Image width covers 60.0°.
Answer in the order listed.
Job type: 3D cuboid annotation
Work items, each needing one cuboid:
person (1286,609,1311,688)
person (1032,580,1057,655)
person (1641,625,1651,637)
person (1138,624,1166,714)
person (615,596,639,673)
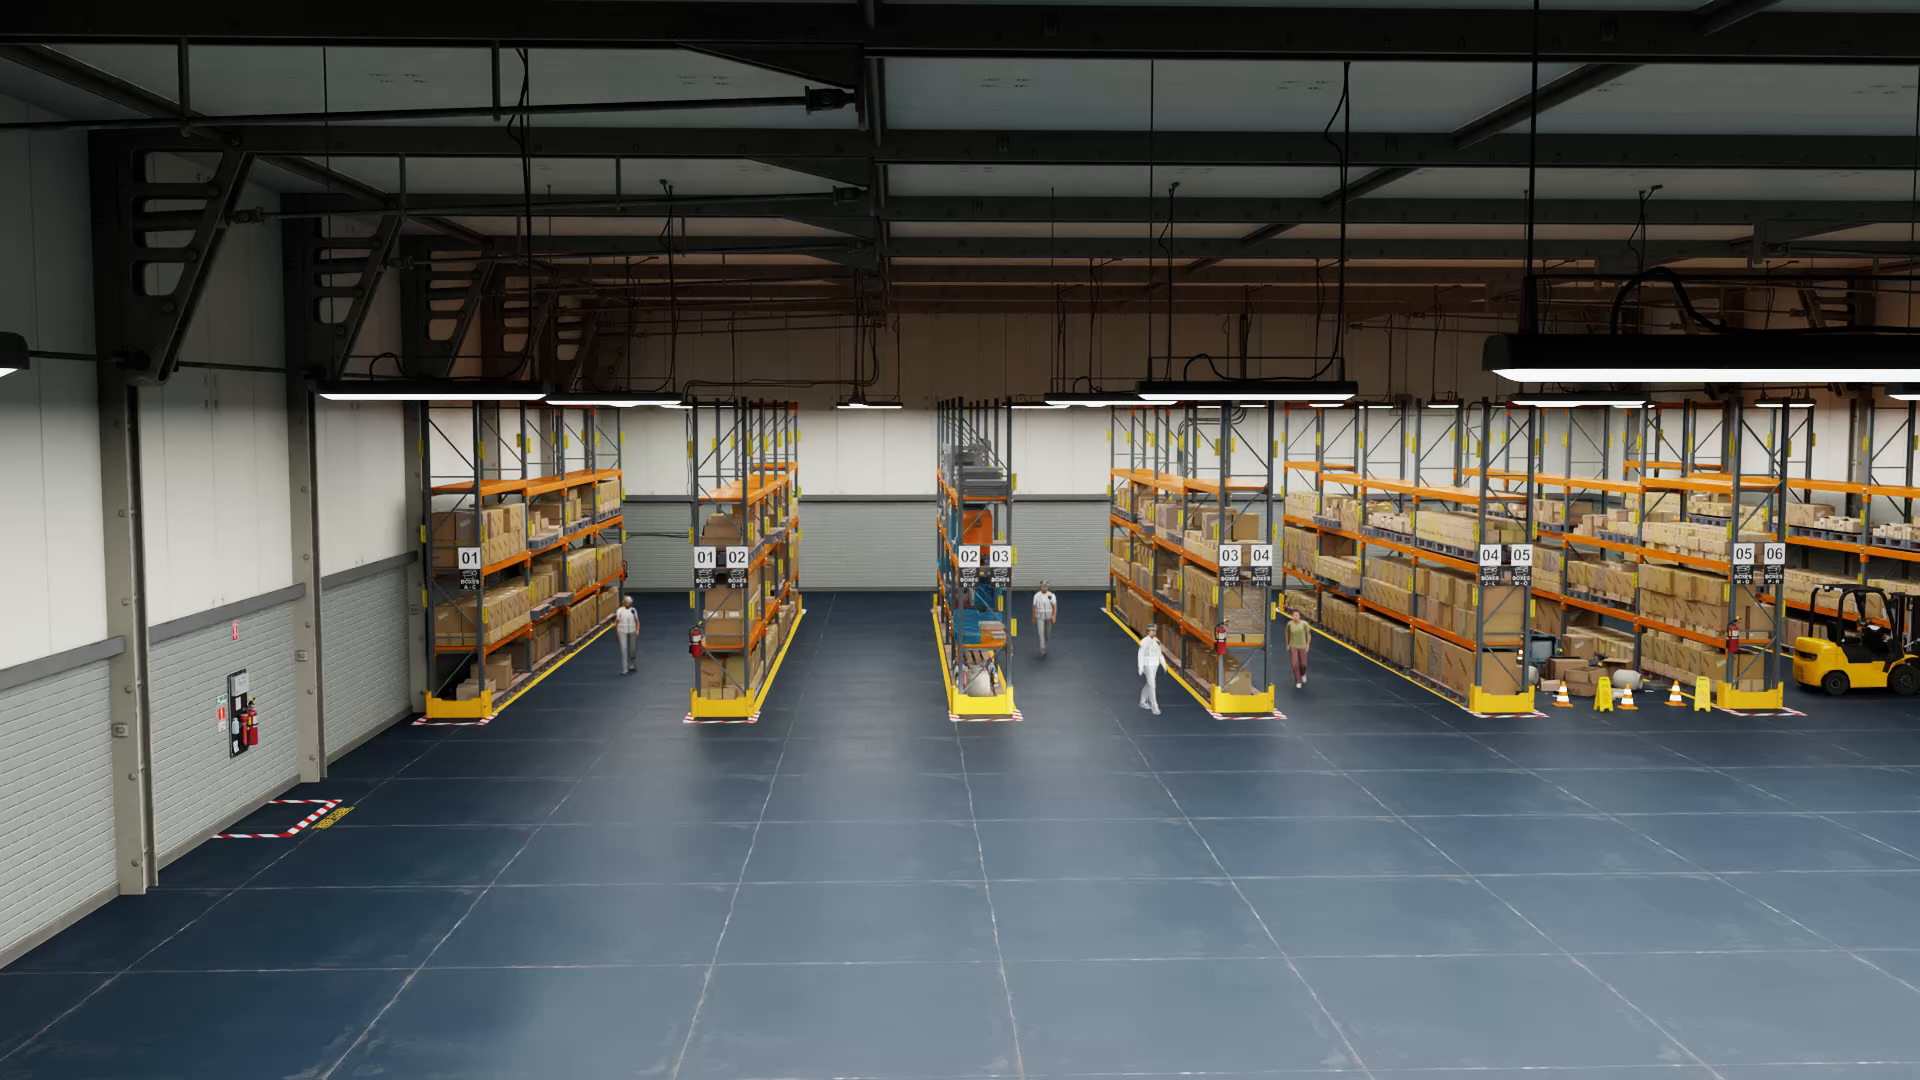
[{"bbox_3d":[7.057,2.245,34.692,0.508,1.614,0.647,1,5,14],"label":"person"},{"bbox_3d":[2.023,1.807,39.221,0.544,1.710,1.062,-1,5,-12],"label":"person"},{"bbox_3d":[17.238,1.613,41.592,0.602,1.770,0.500,-2,5,-23],"label":"person"},{"bbox_3d":[3.691,2.430,31.778,0.502,1.673,0.735,-4,6,-43],"label":"person"},{"bbox_3d":[-7.317,2.084,36.757,0.501,1.655,0.746,-2,5,-25],"label":"person"}]
